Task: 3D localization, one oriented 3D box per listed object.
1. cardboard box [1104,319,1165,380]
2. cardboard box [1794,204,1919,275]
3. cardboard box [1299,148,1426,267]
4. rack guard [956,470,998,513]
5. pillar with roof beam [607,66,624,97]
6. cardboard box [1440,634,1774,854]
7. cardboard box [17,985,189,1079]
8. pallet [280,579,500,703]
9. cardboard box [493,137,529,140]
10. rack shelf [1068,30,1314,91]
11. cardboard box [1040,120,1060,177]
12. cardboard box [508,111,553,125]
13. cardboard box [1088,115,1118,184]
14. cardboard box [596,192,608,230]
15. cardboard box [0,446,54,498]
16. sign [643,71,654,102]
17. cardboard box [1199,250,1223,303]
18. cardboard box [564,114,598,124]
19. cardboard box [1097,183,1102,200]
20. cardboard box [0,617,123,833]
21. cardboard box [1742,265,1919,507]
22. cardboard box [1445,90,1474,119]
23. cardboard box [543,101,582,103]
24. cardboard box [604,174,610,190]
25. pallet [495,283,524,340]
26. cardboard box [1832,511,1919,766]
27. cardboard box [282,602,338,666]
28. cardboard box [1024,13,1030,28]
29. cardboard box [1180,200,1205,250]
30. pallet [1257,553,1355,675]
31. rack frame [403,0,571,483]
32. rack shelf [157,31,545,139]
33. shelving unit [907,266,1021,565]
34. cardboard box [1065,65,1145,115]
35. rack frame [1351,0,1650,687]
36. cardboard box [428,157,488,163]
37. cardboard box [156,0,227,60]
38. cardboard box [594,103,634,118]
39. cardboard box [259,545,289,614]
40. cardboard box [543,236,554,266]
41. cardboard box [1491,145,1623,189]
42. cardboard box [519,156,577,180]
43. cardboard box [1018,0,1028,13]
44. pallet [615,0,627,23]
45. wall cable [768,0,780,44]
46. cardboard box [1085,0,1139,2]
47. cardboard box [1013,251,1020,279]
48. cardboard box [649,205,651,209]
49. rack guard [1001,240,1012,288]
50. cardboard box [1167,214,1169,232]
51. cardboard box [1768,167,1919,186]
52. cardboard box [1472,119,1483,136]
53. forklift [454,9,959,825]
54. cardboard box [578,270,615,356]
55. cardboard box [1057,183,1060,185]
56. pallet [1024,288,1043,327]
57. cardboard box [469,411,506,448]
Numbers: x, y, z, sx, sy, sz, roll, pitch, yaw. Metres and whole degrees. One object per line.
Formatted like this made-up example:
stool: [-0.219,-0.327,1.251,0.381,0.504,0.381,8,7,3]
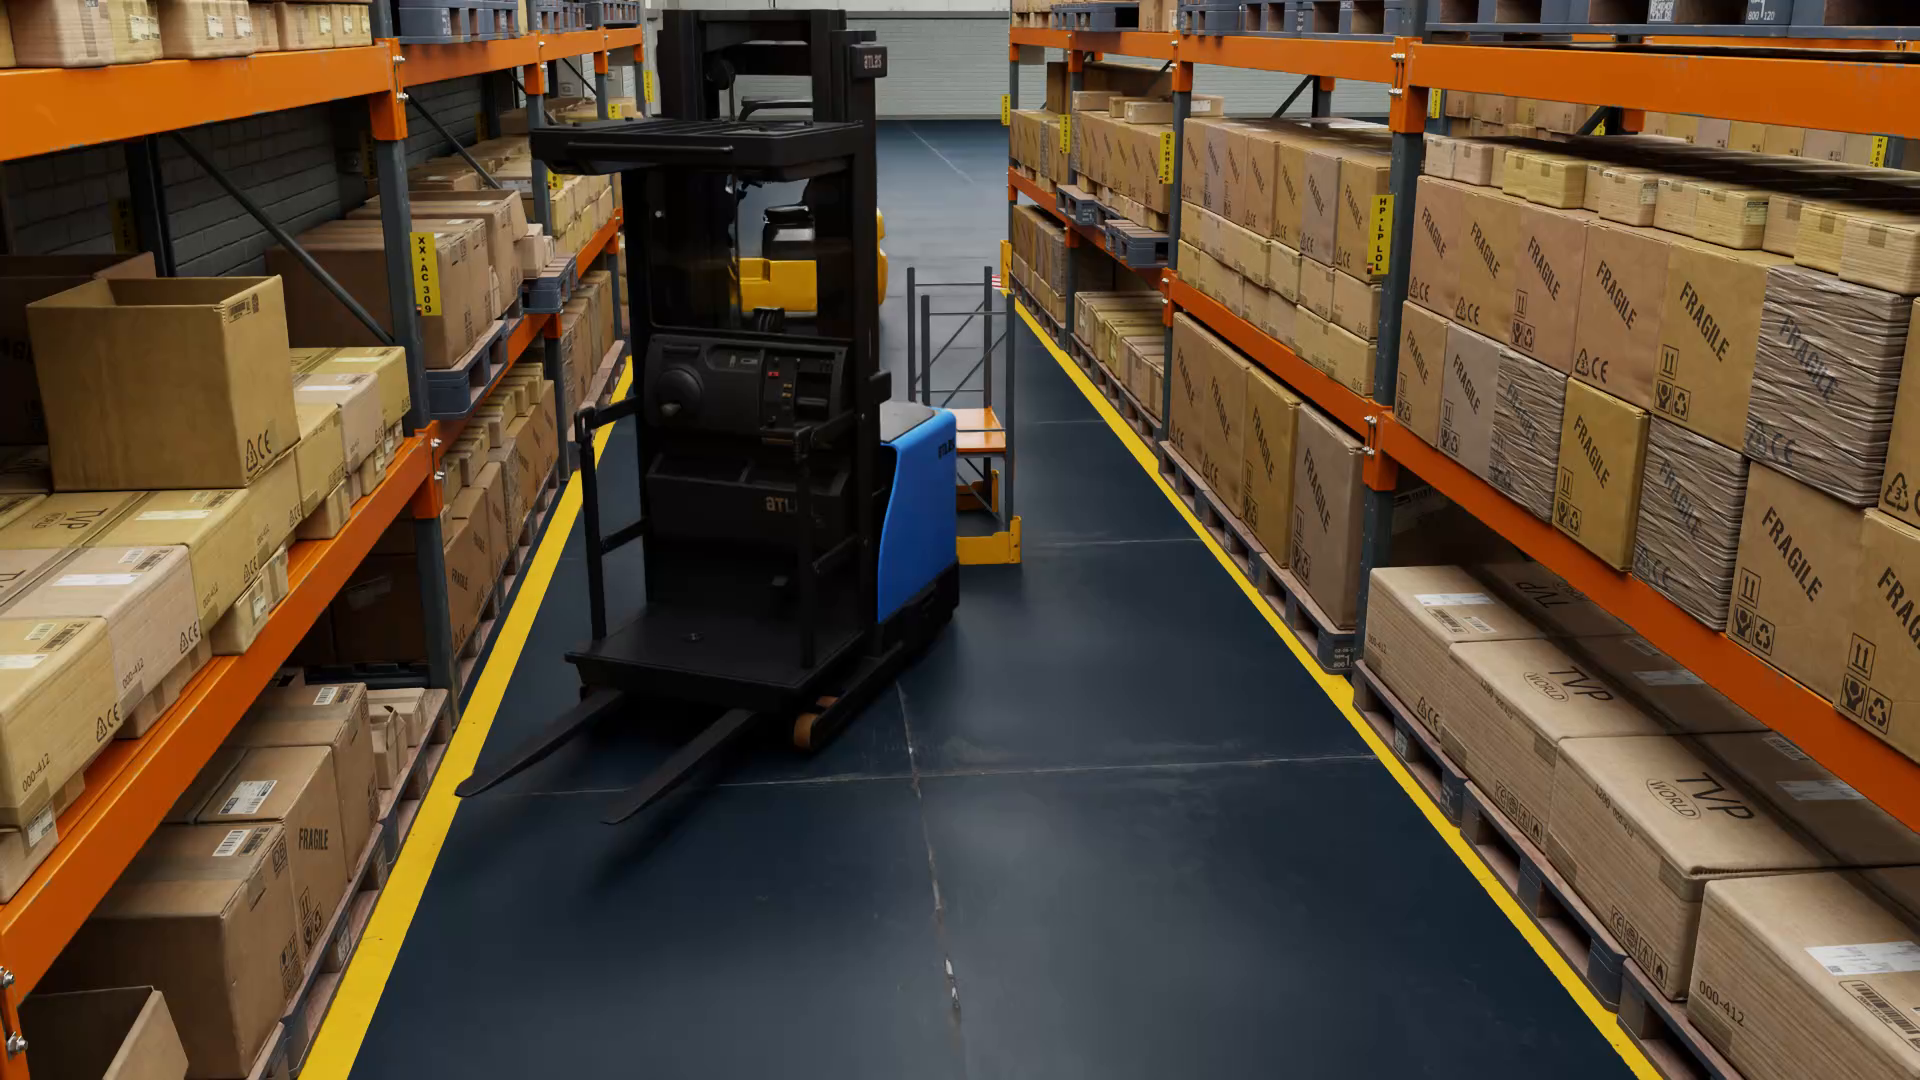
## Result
cardboard box: [1.668,-1.524,13.209,0.950,0.372,0.625,-1,17,-4]
cardboard box: [2.316,-0.740,4.107,0.380,0.149,0.250,-1,17,-4]
cardboard box: [1.929,-1.575,7.850,0.500,0.500,0.500,-1,17,-5]
rack guard: [-0.059,-0.290,10.185,0.587,0.250,0.087,-2,18,-6]
pillar with roof beam: [-1.669,-10.527,28.185,9.100,9.000,0.400,-2,18,-6]
cardboard box: [2.337,0.708,5.991,0.875,0.438,0.875,-2,18,-7]
cardboard box: [-2.208,1.381,3.738,0.797,0.503,0.637,-2,18,-8]
pallet: [-2.773,0.473,7.819,1.003,0.211,1.213,-2,18,-6]
cardboard box: [-3.653,-3.246,13.759,0.380,0.149,0.250,-2,18,-7]
rack shelf: [1.667,-3.647,12.478,1.077,0.370,4.000,-2,18,-6]
cardboard box: [1.049,-3.777,16.035,0.500,0.500,0.500,-1,17,-4]
cardboard box: [-3.835,-3.740,14.834,0.380,0.149,0.250,-2,18,-6]
cardboard box: [1.313,-3.099,13.176,0.500,0.500,0.500,-2,18,-6]
cardboard box: [-3.107,-2.637,13.319,0.500,0.250,0.500,-2,18,-6]
cardboard box: [-2.702,-0.081,4.682,0.500,0.250,0.500,-2,18,-6]
sign: [-3.348,-4.870,17.853,0.100,0.325,0.005,-2,18,-6]
cardboard box: [1.744,-1.585,9.969,0.500,0.250,0.500,-2,18,-7]
cardboard box: [-3.214,-3.603,14.401,0.380,0.149,0.250,-1,17,-5]
cardboard box: [1.310,-2.826,13.389,0.380,0.149,0.250,-2,17,-5]
cardboard box: [-2.018,0.361,3.273,0.500,0.250,0.500,-2,18,-5]
cardboard box: [2.328,-0.395,4.092,0.500,0.500,0.500,-2,18,-5]
cardboard box: [5.961,-5.004,18.556,0.875,0.550,0.550,-2,18,-6]
cardboard box: [-4.021,-4.353,16.788,0.380,0.149,0.250,-2,18,-5]
cardboard box: [-3.171,-3.029,13.732,0.500,0.250,0.500,-2,18,-7]
pallet: [-2.859,-1.138,8.613,1.003,0.211,1.213,-2,18,-6]
cardboard box: [2.385,0.237,3.746,0.500,0.500,0.500,-2,18,-5]
cardboard box: [-2.996,0.238,7.382,0.500,0.500,0.500,-2,18,-6]
cardboard box: [0.869,-5.393,17.260,0.380,0.149,0.250,-1,17,-4]
cardboard box: [1.680,-1.971,10.364,0.500,0.250,0.500,-2,18,-6]
pallet: [2.131,0.332,8.268,1.003,0.211,1.213,-2,18,-6]
rack frame: [-3.064,-1.808,10.430,1.000,3.000,0.127,-2,18,-6]
rack shelf: [-2.858,-2.300,8.190,1.077,0.370,4.000,-2,18,-6]
shelving unit: [-0.008,-0.738,9.525,0.587,1.500,1.083,-2,18,-6]
cardboard box: [1.431,-4.415,16.399,0.700,0.500,0.500,-2,18,-6]
rack frame: [2.286,-0.771,7.126,1.000,3.000,0.127,-2,18,-6]
cardboard box: [-3.556,-2.633,11.806,0.380,0.149,0.250,-2,18,-7]
cardboard box: [-2.102,-1.298,4.216,0.380,0.149,0.250,-2,18,-6]
cardboard box: [-3.411,-4.214,16.344,0.380,0.149,0.250,-1,17,-5]
cardboard box: [-2.131,0.125,4.689,0.380,0.149,0.250,-1,17,-4]
cardboard box: [-2.614,-1.705,9.819,0.380,0.149,0.250,-1,17,-5]
cardboard box: [2.171,-1.353,6.058,0.380,0.149,0.250,-2,18,-6]
cardboard box: [-2.947,-2.654,11.873,0.380,0.149,0.250,-1,17,-4]
cardboard box: [0.877,-5.539,17.060,0.500,0.250,0.500,-2,18,-6]
pallet: [-3.713,-5.005,15.752,1.003,0.211,1.213,-2,18,-6]
wall cable: [-6.796,-15.194,48.234,3.097,2.526,0.112,-2,18,-6]
cardboard box: [1.249,-4.228,12.677,0.500,0.250,0.500,-2,18,-6]
cardboard box: [0.856,-2.986,18.070,0.500,0.250,0.500,-2,18,-6]
cardboard box: [-3.531,-3.430,17.814,0.500,0.250,0.500,-1,17,-4]
rack guard: [1.056,-3.131,18.816,1.175,0.500,0.348,-2,18,-6]
cardboard box: [1.605,-2.134,11.184,0.380,0.149,0.250,-1,17,-4]
cardboard box: [2.743,-1.068,5.152,0.380,0.149,0.250,-2,18,-6]
cardboard box: [6.123,-4.329,18.207,0.875,0.550,0.550,-2,18,-6]
forklift: [-0.992,-0.658,6.879,1.130,2.935,3.031,6,19,19]
cardboard box: [-3.411,-1.912,14.024,0.875,0.625,0.625,-1,17,-3]
cardboard box: [1.092,-3.195,15.266,0.380,0.149,0.250,-1,17,-4]
pallet: [1.227,-2.388,16.930,1.003,0.211,1.213,-2,18,-6]
cardboard box: [-2.652,-0.590,8.939,0.380,0.149,0.250,-3,18,-8]
